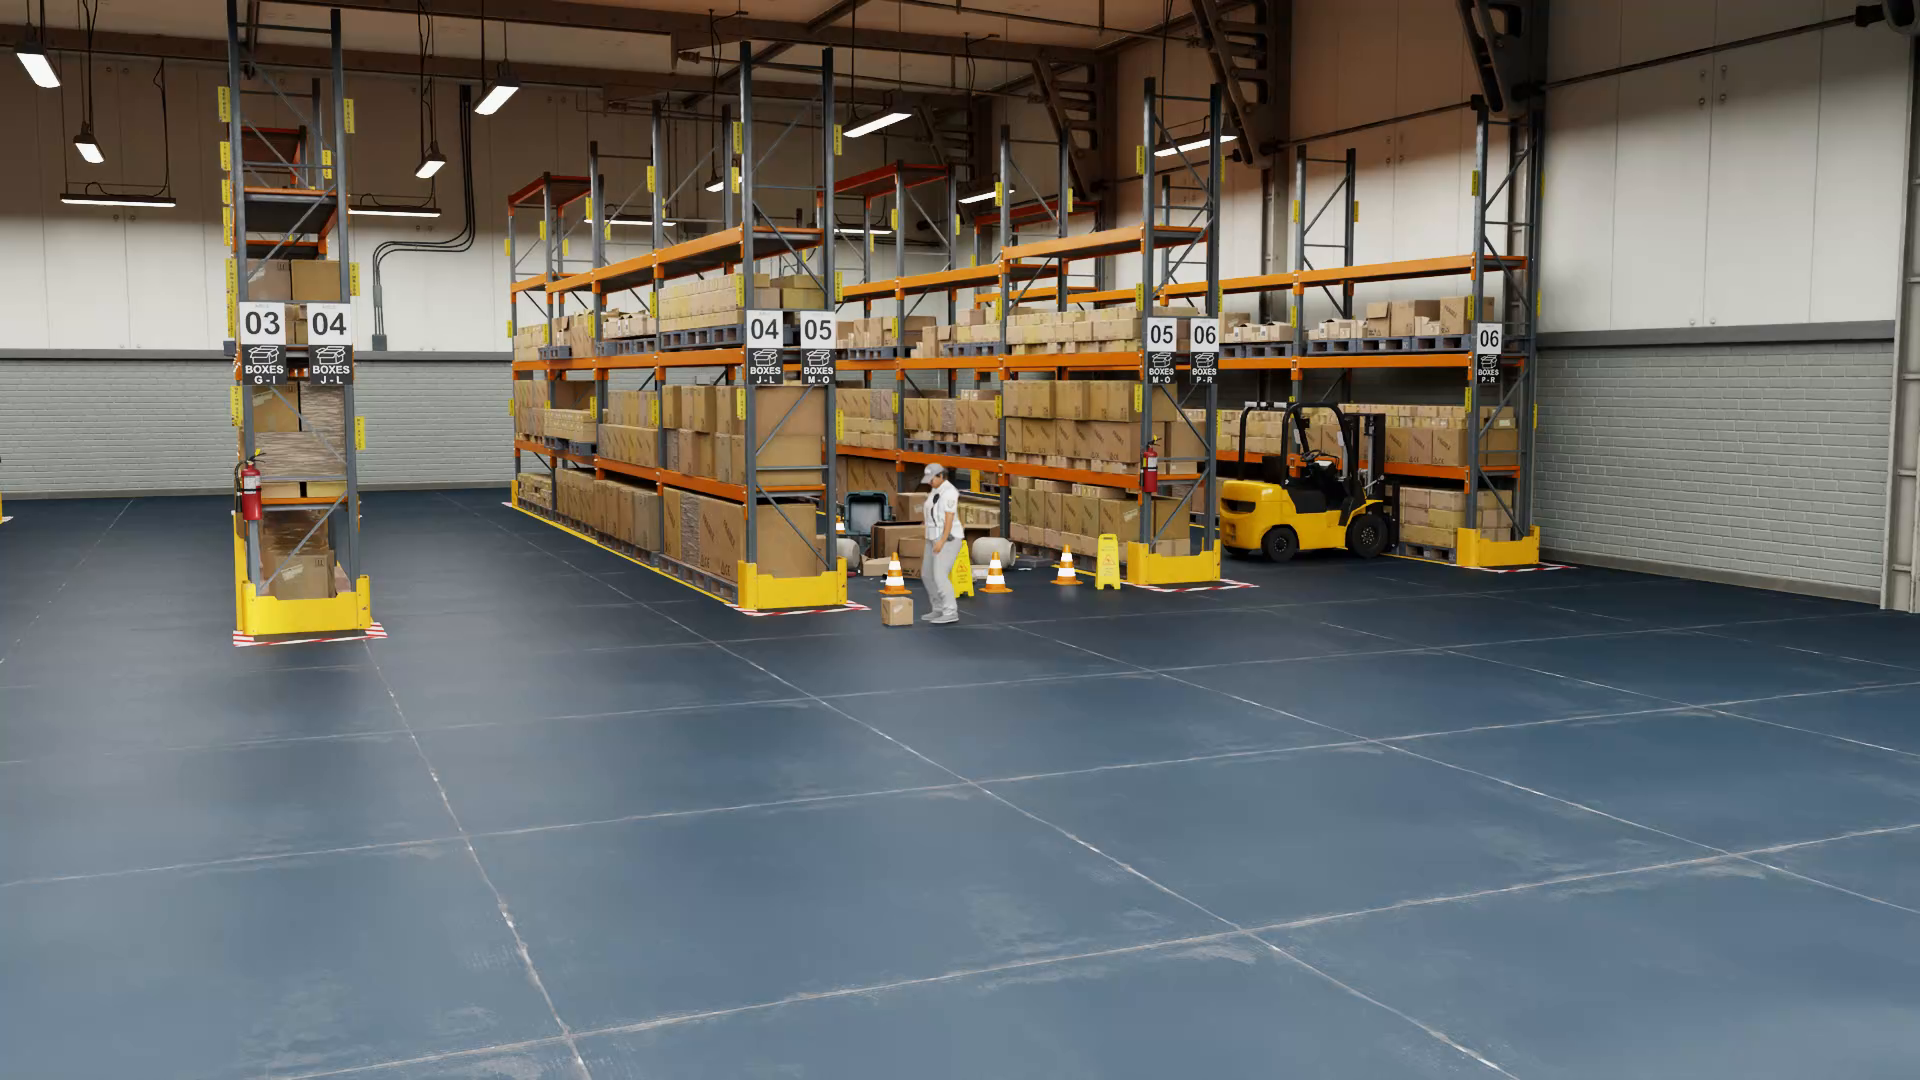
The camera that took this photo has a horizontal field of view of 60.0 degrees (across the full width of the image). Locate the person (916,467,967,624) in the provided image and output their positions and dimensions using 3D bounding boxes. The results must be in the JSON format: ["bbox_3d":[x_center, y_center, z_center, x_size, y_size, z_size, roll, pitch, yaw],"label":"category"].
[{"bbox_3d":[-0.202,0.051,16.949,0.532,1.587,0.507,-2,6,-22],"label":"person"}]
